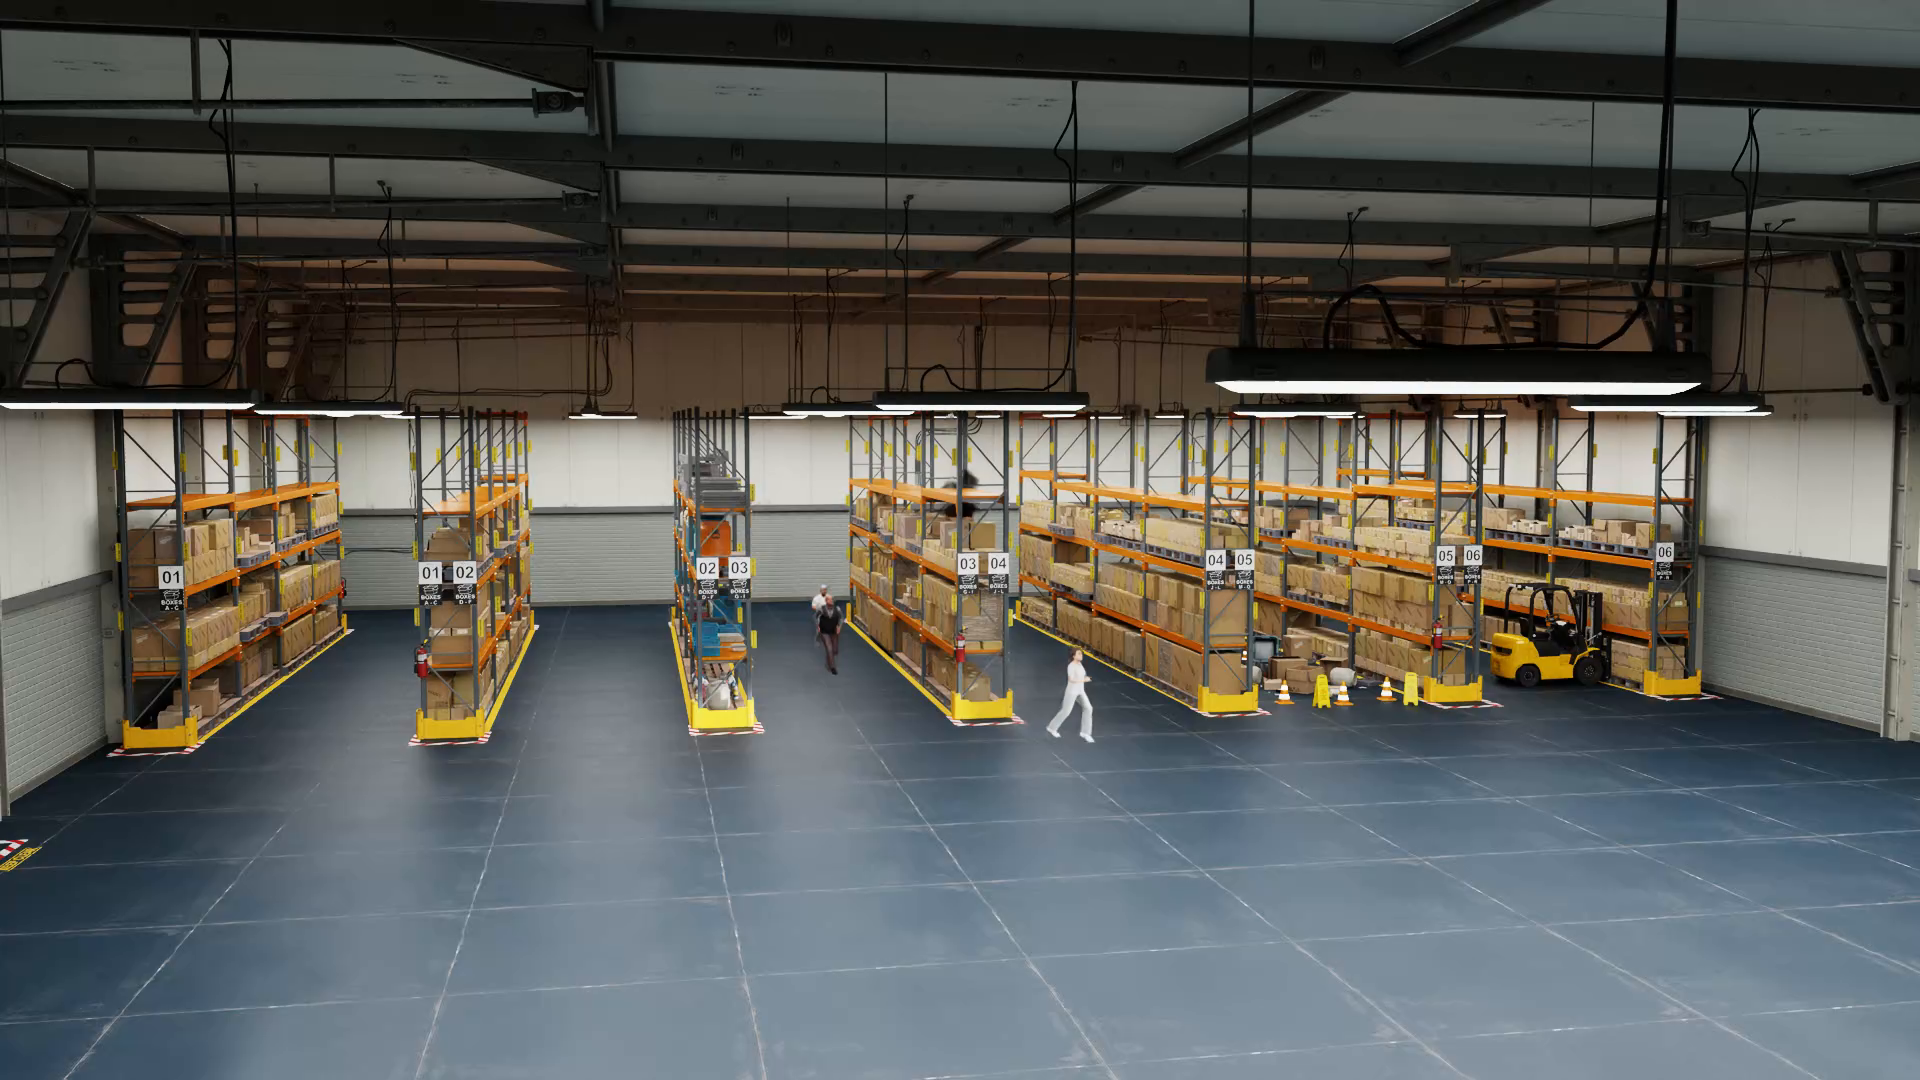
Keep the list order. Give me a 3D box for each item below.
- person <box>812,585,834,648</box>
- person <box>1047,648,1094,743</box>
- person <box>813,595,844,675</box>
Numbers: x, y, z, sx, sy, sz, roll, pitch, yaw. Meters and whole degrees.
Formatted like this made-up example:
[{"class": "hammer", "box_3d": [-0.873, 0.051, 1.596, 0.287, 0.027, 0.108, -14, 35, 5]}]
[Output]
[{"class": "person", "box_3d": [-3.387, 1.938, 41.335, 0.607, 1.651, 0.941, -1, 4, -16]}, {"class": "person", "box_3d": [2.009, 2.770, 29.821, 0.892, 1.713, 0.574, 3, 5, 34]}, {"class": "person", "box_3d": [-2.853, 2.032, 36.119, 0.684, 1.703, 0.800, -1, 4, -17]}]
